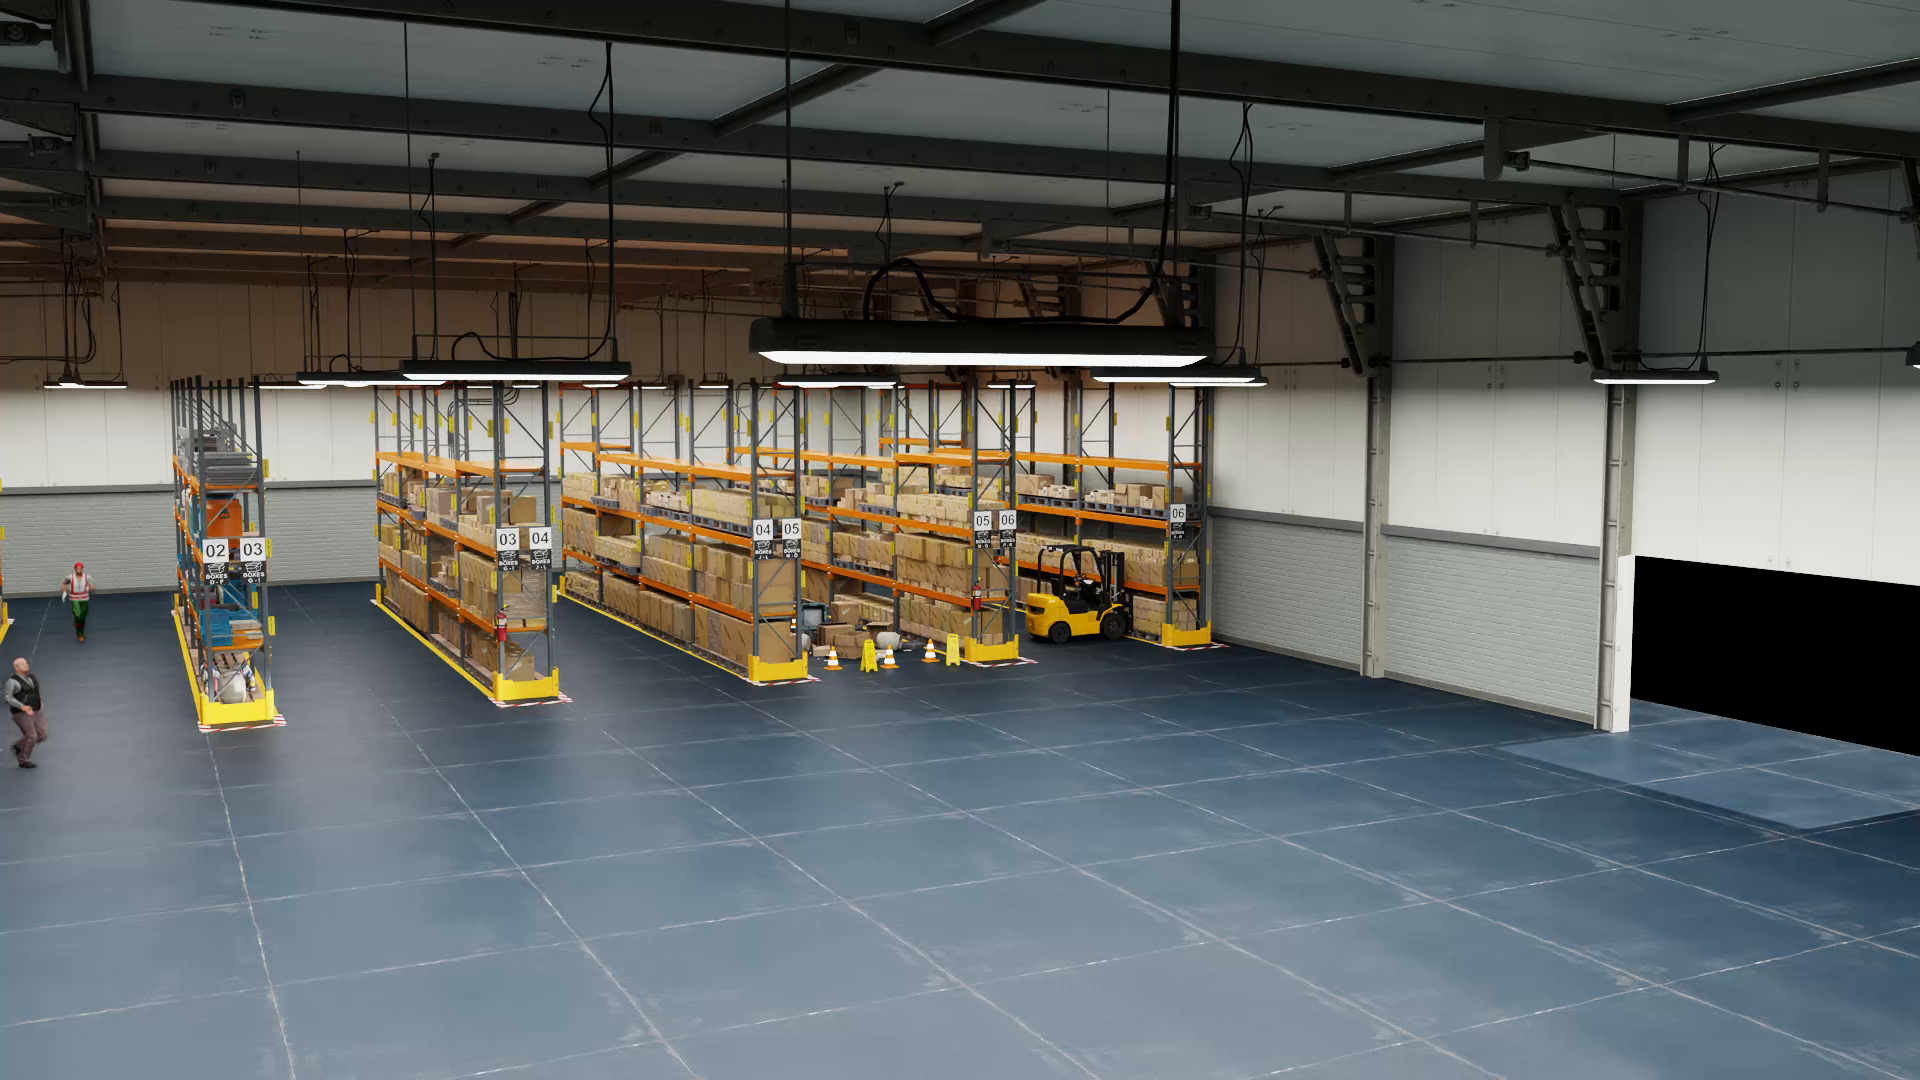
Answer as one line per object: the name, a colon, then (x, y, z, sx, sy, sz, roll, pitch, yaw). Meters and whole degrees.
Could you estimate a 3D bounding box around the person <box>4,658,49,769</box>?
person: (-14.254, 2.636, 25.379, 0.528, 1.684, 0.666, 1, 5, 9)

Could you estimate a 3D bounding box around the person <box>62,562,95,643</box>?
person: (-20.260, 1.424, 38.264, 0.643, 1.843, 0.860, -4, 7, -41)

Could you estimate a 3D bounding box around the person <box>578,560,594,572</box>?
person: (-10.913, 0.509, 48.895, 0.758, 1.780, 0.676, -2, 6, -26)
